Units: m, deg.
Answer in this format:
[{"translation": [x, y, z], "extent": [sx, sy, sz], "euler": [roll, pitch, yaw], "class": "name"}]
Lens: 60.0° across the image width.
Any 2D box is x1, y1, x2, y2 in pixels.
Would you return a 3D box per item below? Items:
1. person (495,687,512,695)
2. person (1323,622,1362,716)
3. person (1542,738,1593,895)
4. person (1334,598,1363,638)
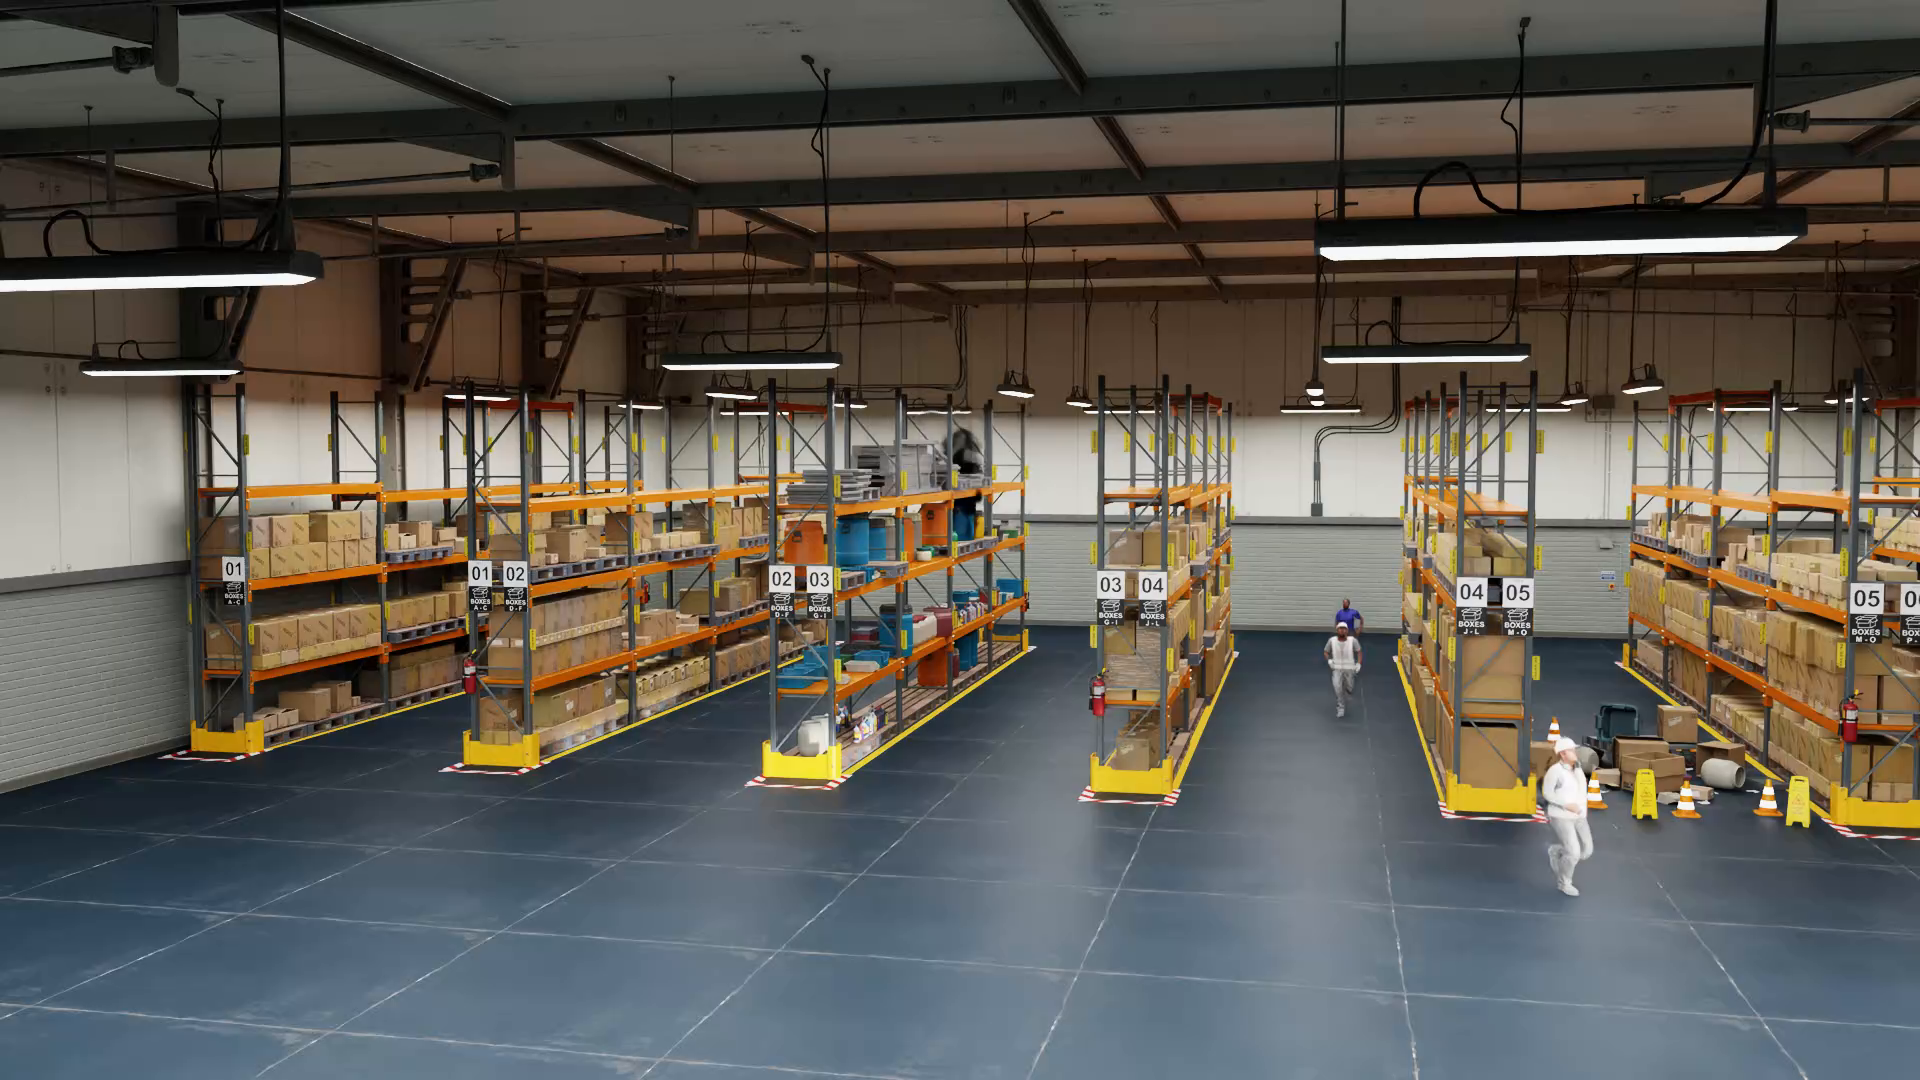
[{"translation": [-8.423, 2.432, 30.866], "extent": [0.568, 1.678, 0.865], "euler": [0, 3, 4], "class": "person"}, {"translation": [7.106, 2.384, 30.888], "extent": [0.702, 1.719, 0.672], "euler": [1, 3, 11], "class": "person"}, {"translation": [6.798, 3.079, 18.641], "extent": [0.691, 1.735, 0.609], "euler": [-2, 4, -33], "class": "person"}, {"translation": [8.585, 2.105, 36.819], "extent": [0.597, 1.600, 0.619], "euler": [1, 4, 23], "class": "person"}]
